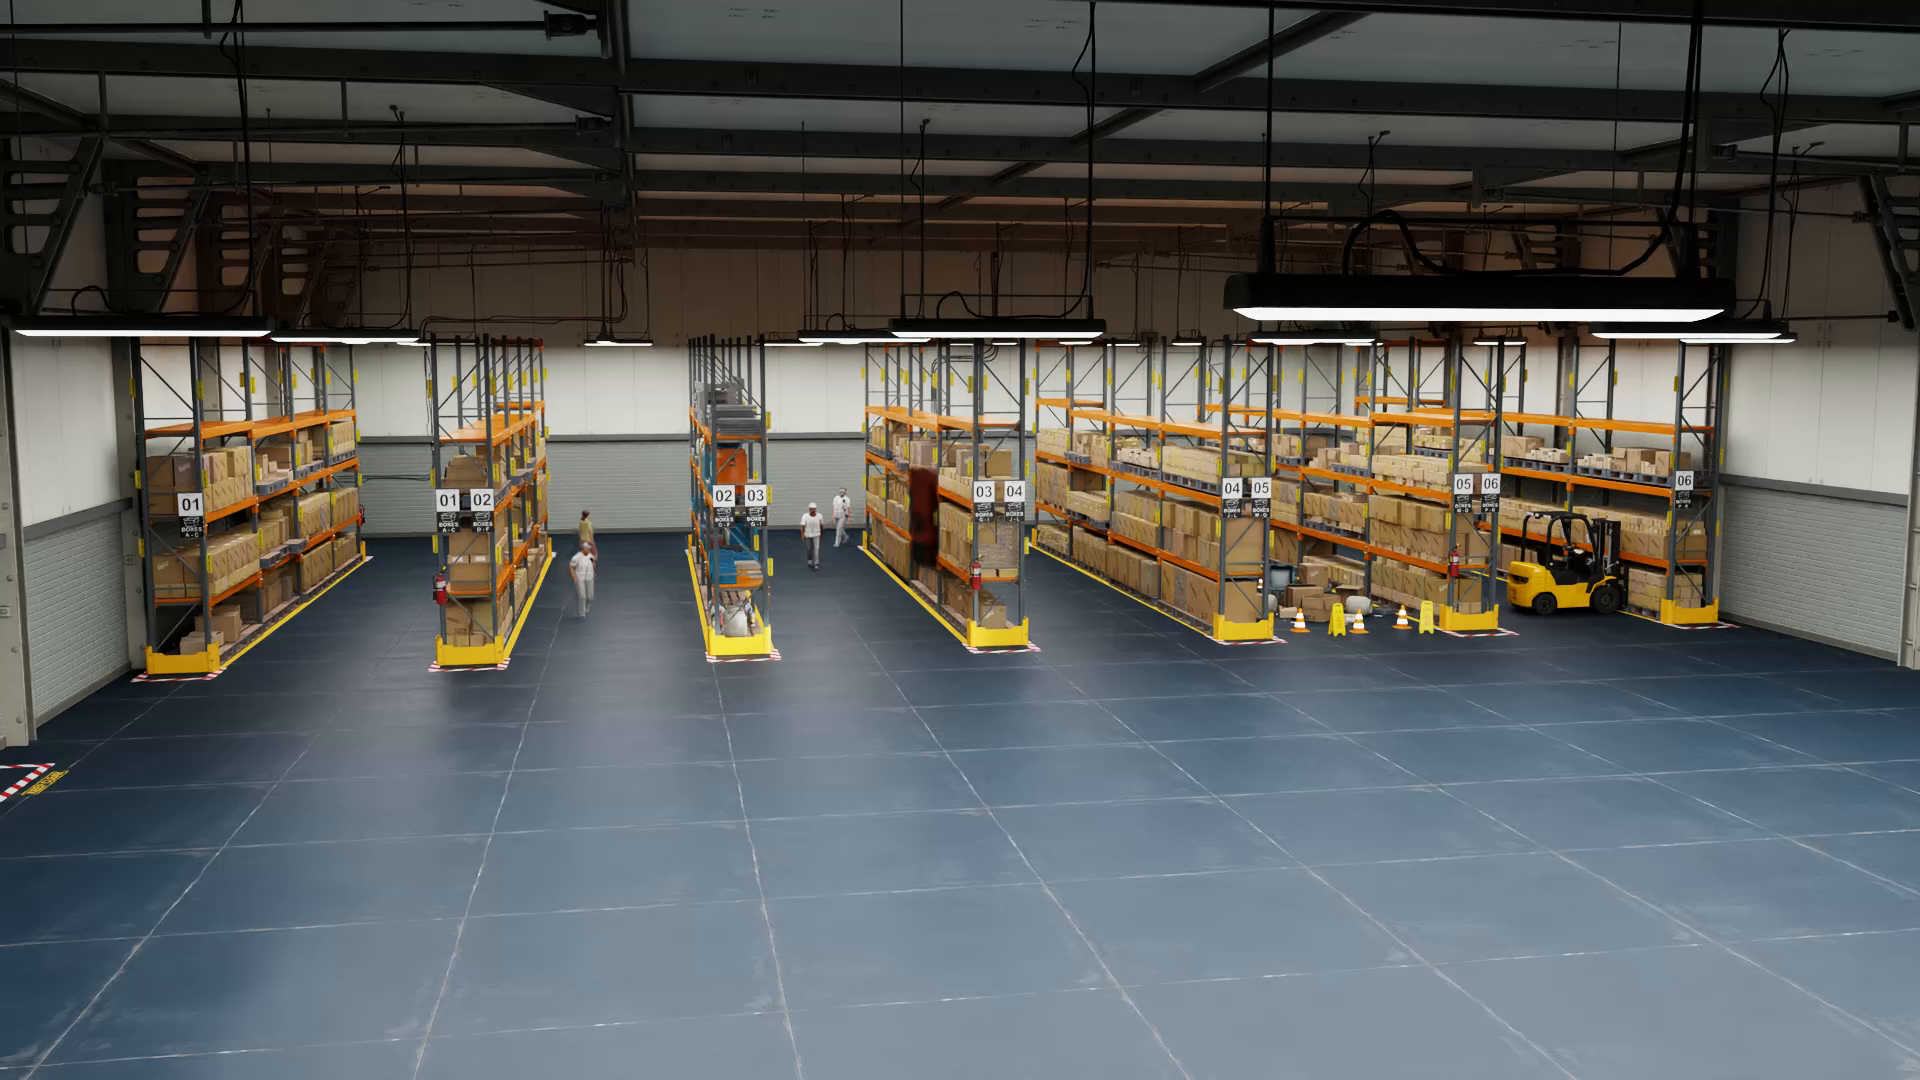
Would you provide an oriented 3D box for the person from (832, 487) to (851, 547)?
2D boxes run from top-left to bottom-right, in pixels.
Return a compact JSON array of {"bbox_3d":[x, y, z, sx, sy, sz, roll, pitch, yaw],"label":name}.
[{"bbox_3d":[-3.465,-0.685,48.384,0.536,1.715,0.898,4,8,32],"label":"person"}]

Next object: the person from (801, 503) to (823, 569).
[{"bbox_3d":[-3.864,-0.124,43.481,0.593,1.704,1.062,-1,7,-7],"label":"person"}]

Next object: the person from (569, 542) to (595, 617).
[{"bbox_3d":[-8.118,0.838,35.749,0.603,1.609,0.584,-3,7,-26],"label":"person"}]

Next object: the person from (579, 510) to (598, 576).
[{"bbox_3d":[-9.453,0.075,42.088,0.503,1.673,0.439,4,8,31],"label":"person"}]
